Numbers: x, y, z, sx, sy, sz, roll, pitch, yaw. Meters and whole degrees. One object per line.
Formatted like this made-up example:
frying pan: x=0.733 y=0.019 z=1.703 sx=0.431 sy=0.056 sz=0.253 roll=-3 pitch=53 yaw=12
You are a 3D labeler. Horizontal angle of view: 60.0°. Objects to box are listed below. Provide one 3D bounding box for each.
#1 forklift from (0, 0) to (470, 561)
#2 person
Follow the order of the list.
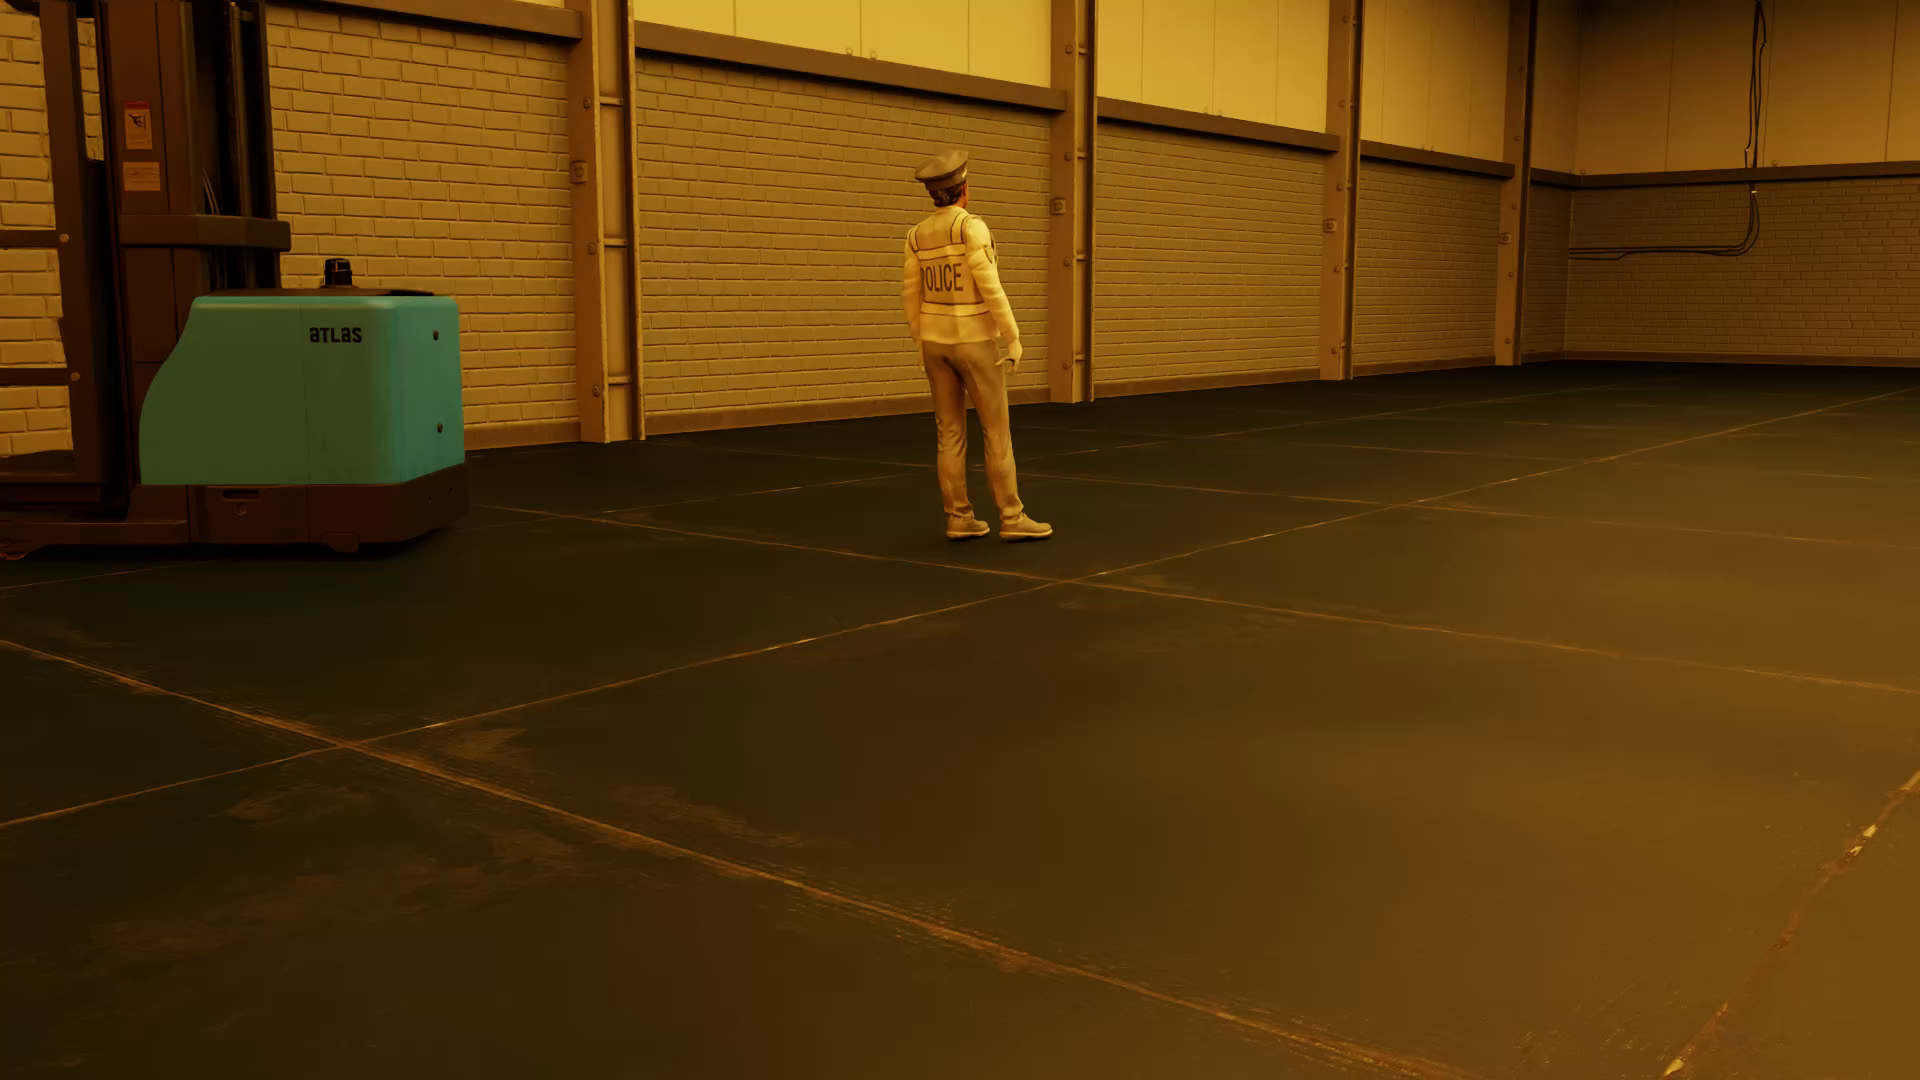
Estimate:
forklift: x=-3.803 y=-1.443 z=7.140 sx=3.031 sy=2.935 sz=1.130 roll=0 pitch=8 yaw=0
person: x=0.047 y=-0.853 z=7.329 sx=0.588 sy=1.696 sz=0.533 roll=7 pitch=11 yaw=38
